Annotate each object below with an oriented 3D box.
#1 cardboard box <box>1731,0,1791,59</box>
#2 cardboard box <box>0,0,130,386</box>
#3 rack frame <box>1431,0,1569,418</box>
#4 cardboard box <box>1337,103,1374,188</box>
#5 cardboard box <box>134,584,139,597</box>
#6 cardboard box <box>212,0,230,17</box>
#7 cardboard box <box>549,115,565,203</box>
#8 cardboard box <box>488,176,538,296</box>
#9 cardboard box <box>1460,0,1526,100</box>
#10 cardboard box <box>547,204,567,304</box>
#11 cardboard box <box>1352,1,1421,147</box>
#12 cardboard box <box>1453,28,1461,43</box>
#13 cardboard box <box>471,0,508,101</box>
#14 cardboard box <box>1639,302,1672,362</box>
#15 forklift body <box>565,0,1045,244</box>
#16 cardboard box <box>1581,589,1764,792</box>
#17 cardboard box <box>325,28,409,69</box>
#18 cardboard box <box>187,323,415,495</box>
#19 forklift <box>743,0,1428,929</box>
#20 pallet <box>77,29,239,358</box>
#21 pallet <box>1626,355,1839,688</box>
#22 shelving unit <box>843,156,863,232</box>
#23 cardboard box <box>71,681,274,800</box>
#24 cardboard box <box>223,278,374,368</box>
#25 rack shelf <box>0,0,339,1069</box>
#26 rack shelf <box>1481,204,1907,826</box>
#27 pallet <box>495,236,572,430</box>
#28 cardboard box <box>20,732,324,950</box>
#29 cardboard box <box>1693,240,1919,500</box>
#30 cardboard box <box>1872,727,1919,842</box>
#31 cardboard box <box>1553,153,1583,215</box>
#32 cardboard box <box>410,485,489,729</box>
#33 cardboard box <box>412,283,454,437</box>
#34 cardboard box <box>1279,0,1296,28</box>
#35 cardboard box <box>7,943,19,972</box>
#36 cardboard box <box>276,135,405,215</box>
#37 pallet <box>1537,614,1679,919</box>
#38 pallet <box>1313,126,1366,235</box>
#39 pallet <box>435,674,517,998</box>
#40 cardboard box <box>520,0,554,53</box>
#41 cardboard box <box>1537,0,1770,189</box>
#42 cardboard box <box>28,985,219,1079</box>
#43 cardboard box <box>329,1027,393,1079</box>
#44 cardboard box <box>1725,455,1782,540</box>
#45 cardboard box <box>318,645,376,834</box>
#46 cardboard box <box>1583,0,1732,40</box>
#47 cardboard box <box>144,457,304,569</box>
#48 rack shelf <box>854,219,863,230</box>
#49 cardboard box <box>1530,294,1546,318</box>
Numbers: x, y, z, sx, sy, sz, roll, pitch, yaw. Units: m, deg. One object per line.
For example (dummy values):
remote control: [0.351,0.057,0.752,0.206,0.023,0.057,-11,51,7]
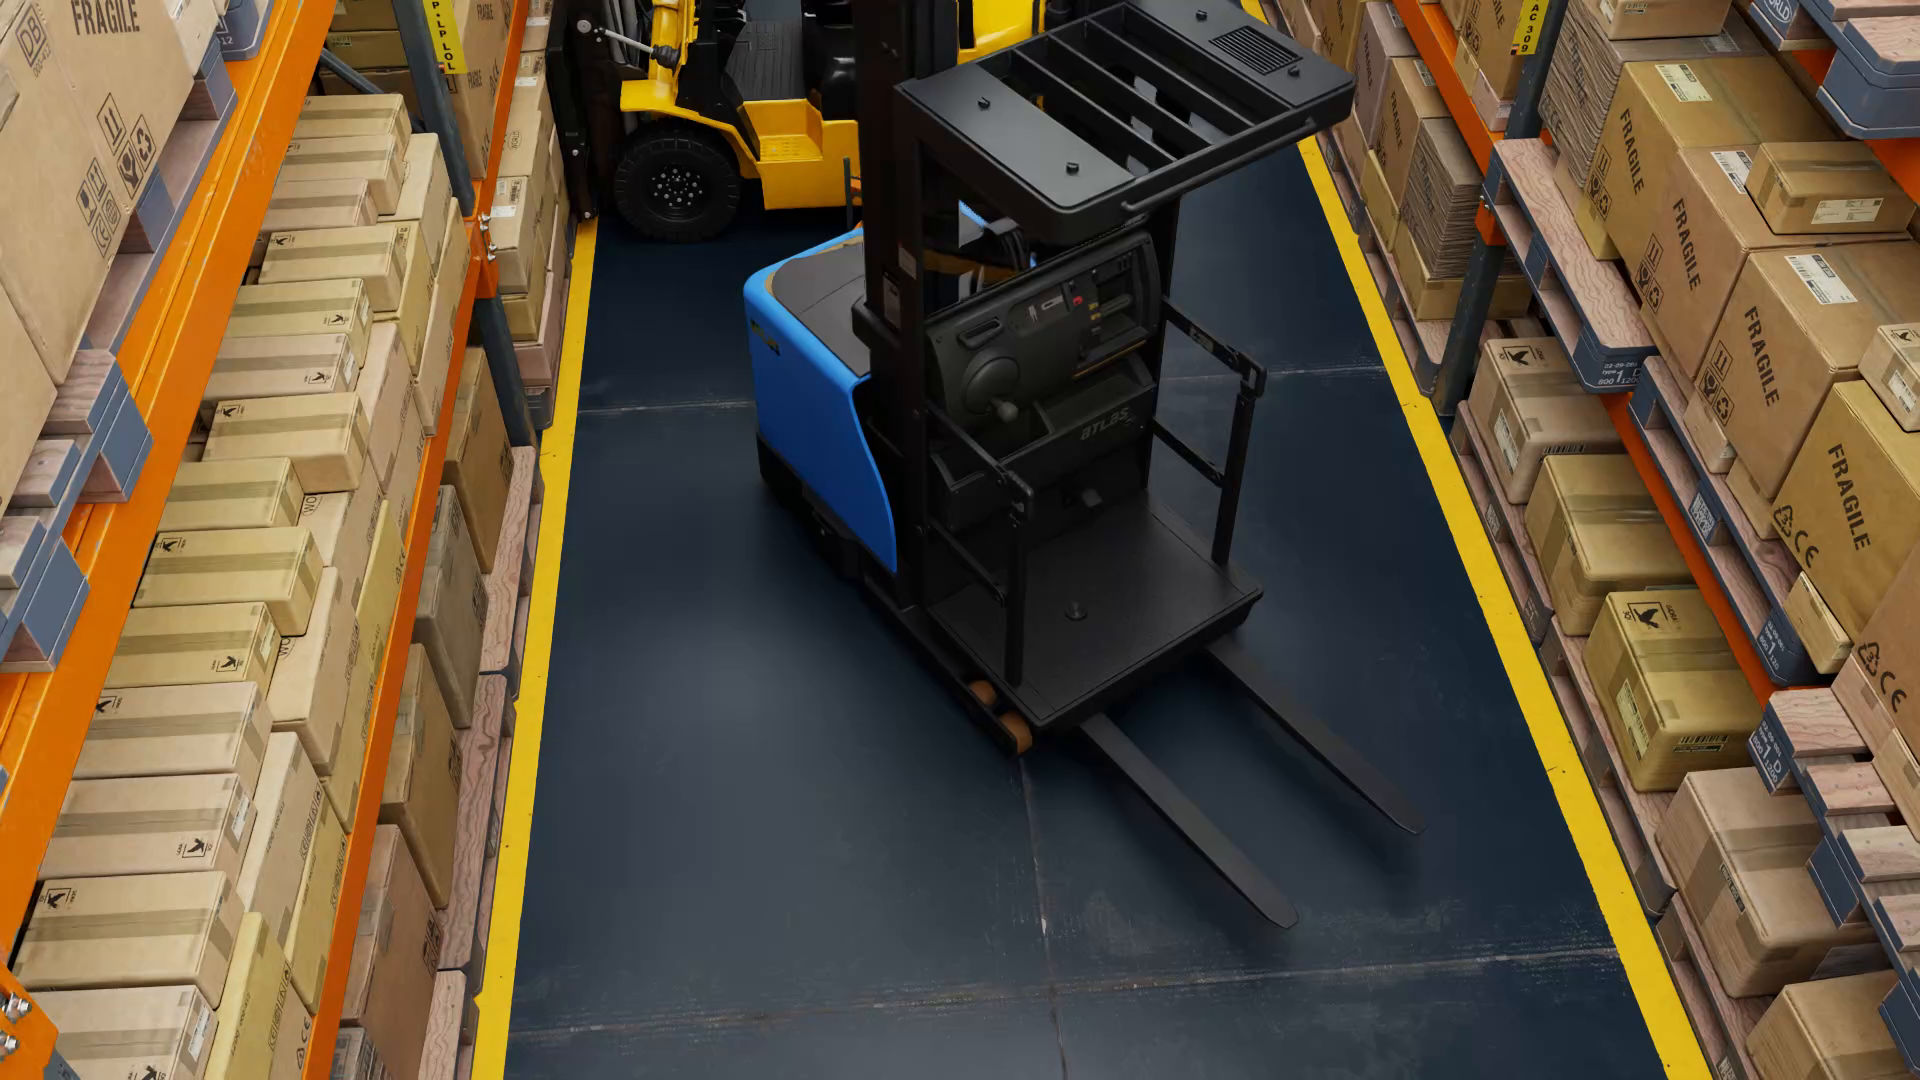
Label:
cardboard box: [2.889,-1.610,5.783,0.500,0.500,0.500,-4,47,-4]
cardboard box: [-1.949,-0.593,2.890,0.700,0.500,0.500,-4,47,-4]
rack frame: [2.622,-1.649,6.383,1.000,3.000,0.127,-3,47,-3]
cardboard box: [2.212,-2.013,8.331,0.500,0.250,0.500,-3,47,-3]
cardboard box: [-2.422,0.024,4.557,0.500,0.250,0.500,-4,47,-4]
cardboard box: [-1.957,-1.460,3.841,0.500,0.311,0.500,-5,47,-5]
cardboard box: [-2.132,-1.813,7.798,0.500,0.250,0.500,-4,47,-4]
cardboard box: [-2.052,-1.257,6.927,0.500,0.250,0.500,-4,47,-4]
cardboard box: [2.337,-2.092,6.529,0.500,0.500,0.500,-5,47,-4]
cardboard box: [-2.093,-1.281,7.638,0.500,0.250,0.500,-4,47,-4]
cardboard box: [2.216,-2.255,8.044,0.500,0.500,0.500,-1,47,-1]
cardboard box: [2.319,-2.151,7.030,0.380,0.149,0.250,-3,47,-3]
cardboard box: [-2.161,-2.092,6.733,0.500,0.500,0.500,-3,47,-3]
cardboard box: [2.445,-0.718,5.384,0.380,0.149,0.250,-3,47,-3]
forklift body: [-0.682,-2.686,7.949,2.313,2.155,1.214,-3,47,-3]
cardboard box: [2.792,0.512,5.856,0.950,0.372,0.625,-2,47,-2]
cardboard box: [-2.089,-1.849,6.056,0.380,0.149,0.250,-4,47,-4]
cardboard box: [-1.941,-0.384,4.943,0.500,0.250,0.500,-3,47,-3]
forklift: [0.428,-0.622,5.456,1.130,2.935,3.031,-28,53,-24]
pallet: [-2.232,-0.712,3.559,1.003,0.211,1.213,-2,47,-1]
pallet: [2.750,-0.119,5.066,1.003,0.211,1.213,-3,47,-3]
shelving unit: [-0.255,-1.252,7.246,0.258,1.200,0.503,18,49,17]
cardboard box: [-1.828,0.477,3.853,0.380,0.149,0.250,-3,47,-3]
cardboard box: [-1.953,-0.627,4.899,0.380,0.149,0.250,-4,47,-4]
rack shelf: [-2.157,-0.682,3.896,1.077,0.370,4.000,-3,47,-3]
rack shelf: [2.789,0.045,5.273,1.077,0.370,4.000,-3,47,-3]
pallet: [-2.349,-0.964,7.654,1.003,0.211,1.213,-3,47,-3]
cardboard box: [-1.824,0.730,3.888,0.500,0.250,0.500,-2,47,-2]
cardboard box: [2.499,-0.482,4.714,0.500,0.500,0.500,-5,47,-5]
cardboard box: [2.534,0.595,4.141,0.380,0.149,0.250,-4,47,-4]
cardboard box: [2.353,-1.288,5.924,0.380,0.149,0.250,-3,47,-3]
cardboard box: [-2.212,0.266,5.915,0.875,0.625,0.625,-4,47,-4]
cardboard box: [-1.974,-0.581,5.474,0.500,0.250,0.500,-4,47,-4]
cardboard box: [2.079,-3.142,9.401,0.500,0.250,0.500,-4,47,-4]
cardboard box: [-2.304,1.121,3.518,0.500,0.250,0.500,-3,47,-2]
cardboard box: [-2.035,-1.183,5.425,0.380,0.149,0.250,-4,47,-4]
pallet: [2.794,0.757,6.024,1.003,0.211,1.213,-3,47,-3]
pallet: [2.425,-2.059,8.691,1.003,0.211,1.213,-3,47,-3]
pallet: [-2.119,1.029,5.766,1.003,0.211,1.213,-3,47,-3]
cardboard box: [-2.174,-2.367,7.978,0.500,0.250,0.500,-4,47,-4]
cardboard box: [2.375,-1.574,5.748,0.500,0.500,0.500,-2,47,-2]
cardboard box: [-1.723,1.043,3.317,0.380,0.149,0.250,-2,47,-2]
cardboard box: [-2.028,1.769,4.491,0.875,0.625,0.625,-2,47,-2]
cardboard box: [2.486,-0.152,4.849,0.380,0.149,0.250,-5,47,-5]
cardboard box: [-1.870,0.528,4.424,0.500,0.250,0.500,-5,47,-5]
cardboard box: [2.309,-1.792,5.508,0.380,0.149,0.250,-4,47,-3]
cardboard box: [-1.959,-0.072,4.374,0.380,0.149,0.250,-3,47,-3]
rack shelf: [-0.255,-1.360,7.133,0.258,0.148,0.480,18,49,17]
cardboard box: [2.841,-1.292,7.648,0.500,0.250,0.500,-5,47,-5]
